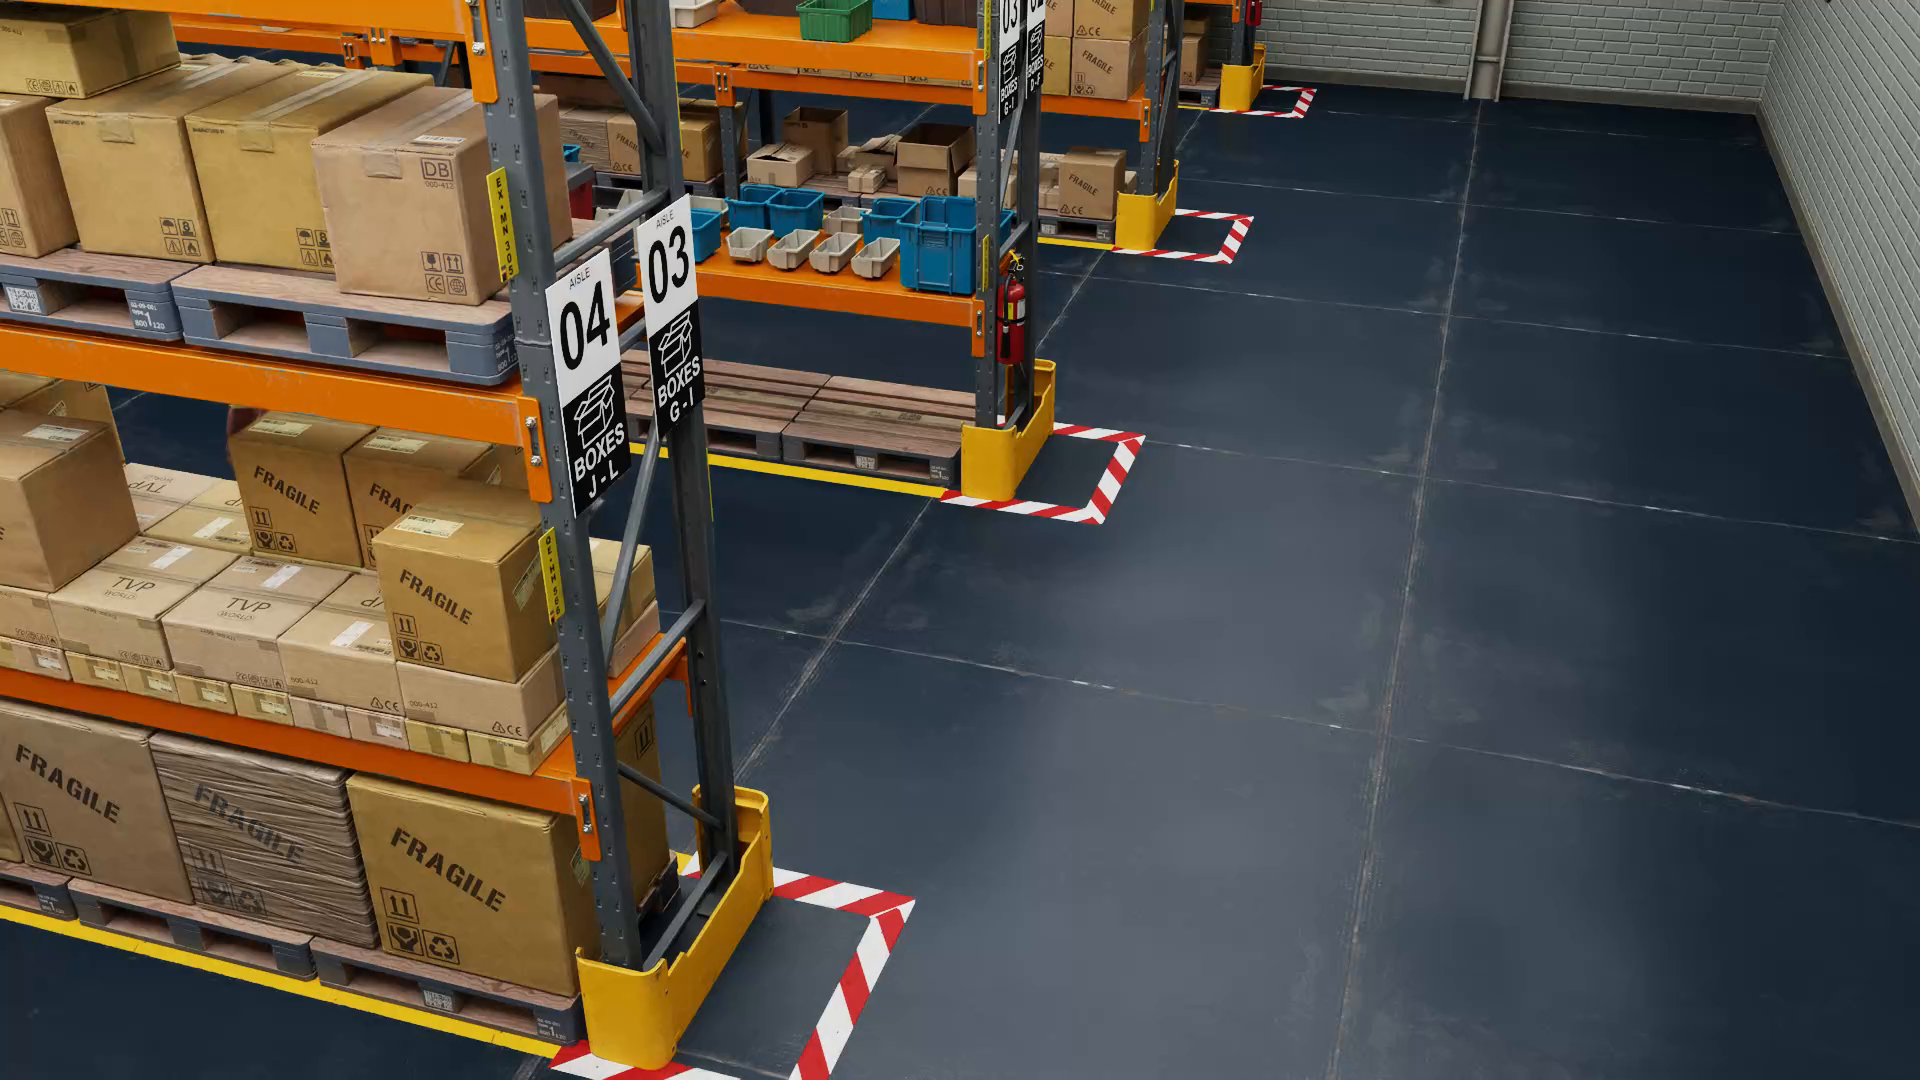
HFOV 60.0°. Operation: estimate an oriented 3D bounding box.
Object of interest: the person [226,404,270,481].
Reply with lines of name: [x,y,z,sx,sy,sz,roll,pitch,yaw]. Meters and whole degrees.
person: [-4.150,-0.831,9.971,0.830,1.641,0.447,6,30,10]
